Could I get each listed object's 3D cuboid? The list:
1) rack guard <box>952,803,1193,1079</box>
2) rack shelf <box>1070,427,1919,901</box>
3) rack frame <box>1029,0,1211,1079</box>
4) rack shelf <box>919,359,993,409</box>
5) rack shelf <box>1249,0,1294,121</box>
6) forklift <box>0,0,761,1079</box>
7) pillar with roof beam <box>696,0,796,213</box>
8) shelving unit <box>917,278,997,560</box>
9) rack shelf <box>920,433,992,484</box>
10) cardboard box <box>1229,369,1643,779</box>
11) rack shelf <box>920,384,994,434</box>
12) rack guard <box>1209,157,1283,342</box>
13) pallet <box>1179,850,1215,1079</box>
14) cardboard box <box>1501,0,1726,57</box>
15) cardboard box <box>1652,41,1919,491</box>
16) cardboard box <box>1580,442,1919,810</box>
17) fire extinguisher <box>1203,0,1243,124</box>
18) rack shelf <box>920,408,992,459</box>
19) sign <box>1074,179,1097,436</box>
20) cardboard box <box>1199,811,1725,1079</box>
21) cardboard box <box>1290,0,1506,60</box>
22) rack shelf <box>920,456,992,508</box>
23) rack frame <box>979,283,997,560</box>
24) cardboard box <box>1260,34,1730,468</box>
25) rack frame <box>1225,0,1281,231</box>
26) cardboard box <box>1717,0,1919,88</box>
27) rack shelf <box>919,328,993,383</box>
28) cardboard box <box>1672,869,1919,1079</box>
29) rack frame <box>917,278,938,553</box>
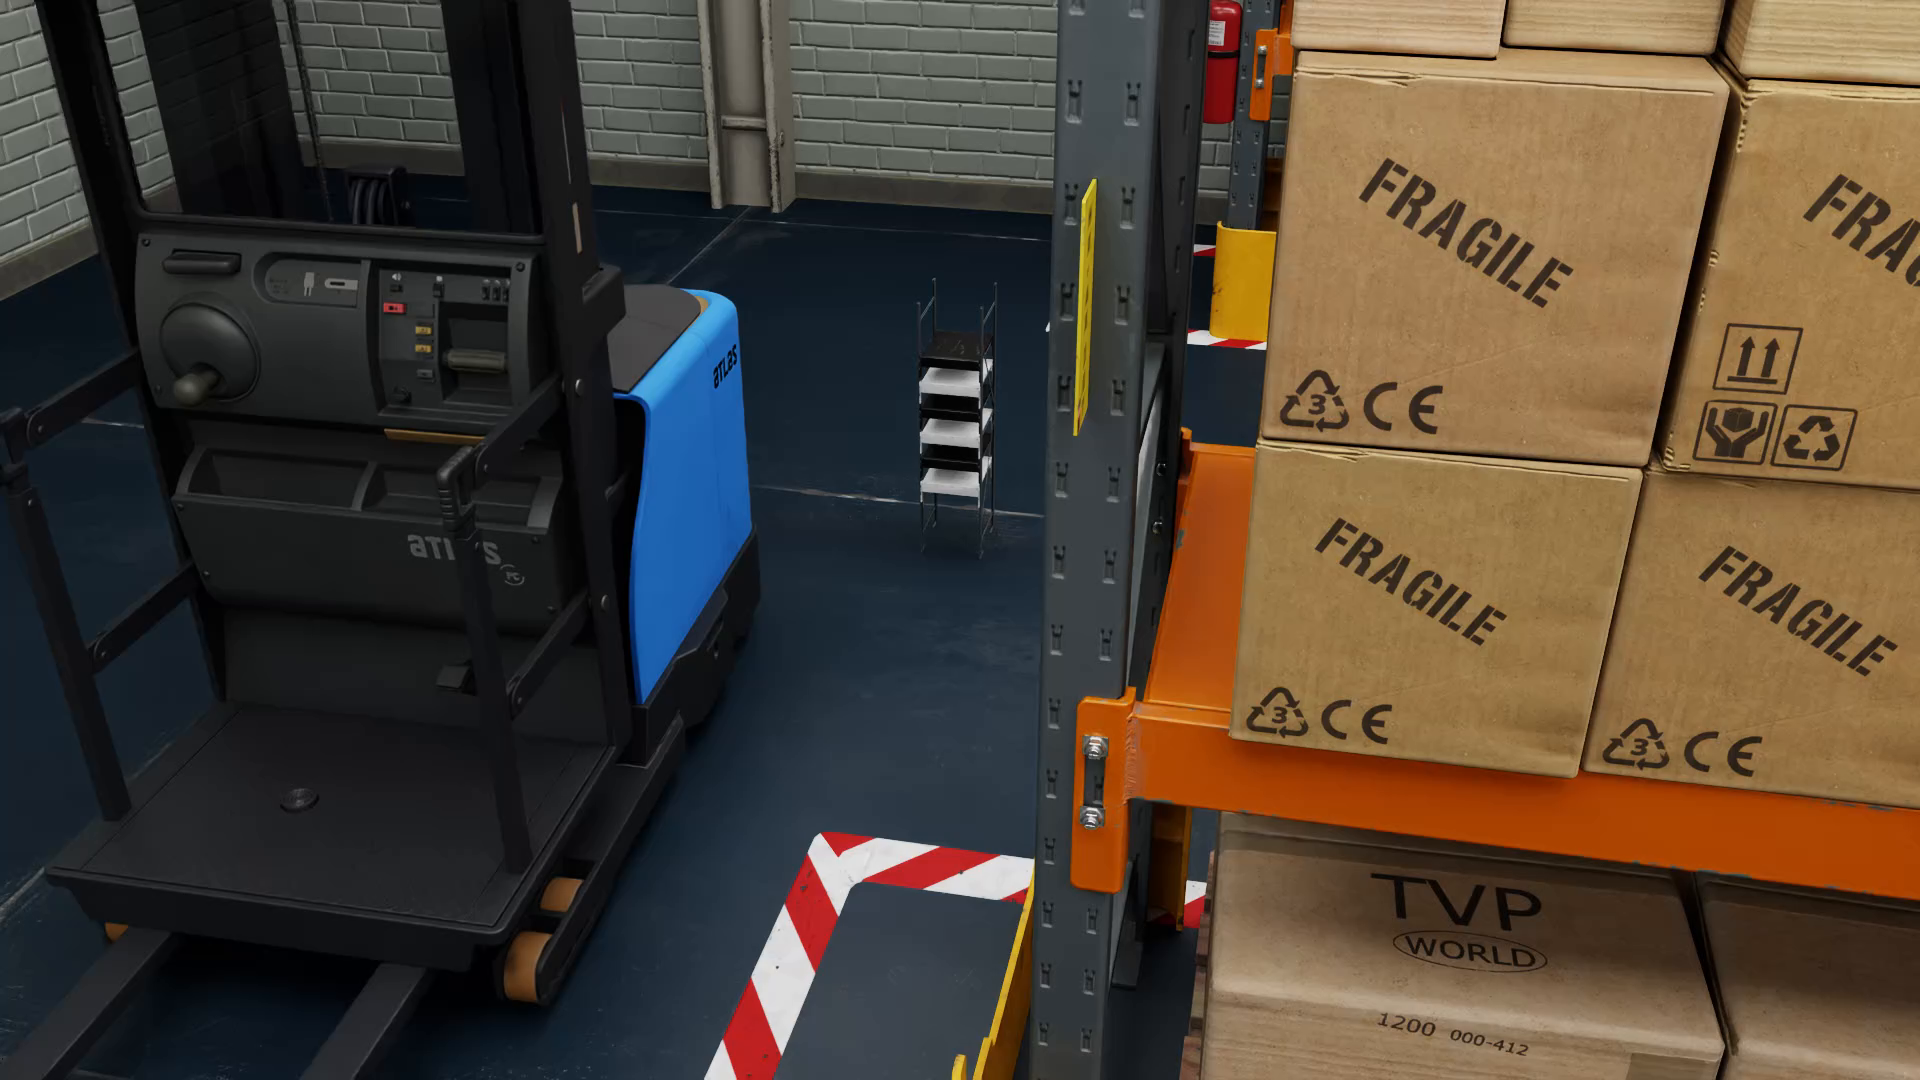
[{"bbox_3d":[0.263,0.945,3.504,0.348,0.500,1.175,6,29,11],"label":"rack guard"},{"bbox_3d":[2.243,0.367,2.706,4.000,0.370,1.077,6,29,11],"label":"rack shelf"},{"bbox_3d":[0.287,-0.149,2.899,0.127,3.000,1.000,6,29,11],"label":"rack frame"},{"bbox_3d":[-0.008,-0.524,5.465,0.200,0.077,0.258,6,29,11],"label":"rack shelf"},{"bbox_3d":[3.276,-1.965,6.964,4.000,0.370,1.077,6,29,11],"label":"rack shelf"},{"bbox_3d":[-1.411,-0.416,3.458,1.130,2.935,3.031,5,29,9],"label":"forklift"},{"bbox_3d":[-2.028,-3.784,3.292,0.400,9.000,9.100,6,29,11],"label":"pillar with roof beam"},{"bbox_3d":[-0.008,-0.396,5.535,0.210,0.900,0.258,6,29,11],"label":"shelving unit"},{"bbox_3d":[-0.008,-0.287,5.595,0.200,0.077,0.258,6,29,11],"label":"rack shelf"},{"bbox_3d":[0.696,-0.010,2.541,0.500,0.500,0.500,6,29,10],"label":"cardboard box"},{"bbox_3d":[-0.008,-0.445,5.508,0.200,0.077,0.258,6,29,11],"label":"rack shelf"},{"bbox_3d":[1.394,-1.377,7.744,0.348,0.500,1.175,6,29,11],"label":"rack guard"},{"bbox_3d":[1.085,1.117,3.490,1.213,0.211,1.003,6,29,11],"label":"pallet"},{"bbox_3d":[0.847,-0.758,2.190,0.250,0.149,0.380,7,29,12],"label":"cardboard box"},{"bbox_3d":[1.204,-0.401,2.214,0.500,0.500,0.500,5,29,9],"label":"cardboard box"},{"bbox_3d":[1.197,0.027,2.472,0.500,0.500,0.500,5,29,10],"label":"cardboard box"},{"bbox_3d":[1.079,-2.081,6.897,0.183,0.674,0.296,6,29,11],"label":"fire extinguisher"},{"bbox_3d":[-0.008,-0.366,5.551,0.200,0.077,0.258,6,29,11],"label":"rack shelf"},{"bbox_3d":[0.165,-0.304,2.198,0.005,0.325,0.100,6,29,11],"label":"sign"},{"bbox_3d":[0.953,0.809,3.379,0.875,0.438,0.875,5,29,9],"label":"cardboard box"},{"bbox_3d":[0.576,-0.751,2.177,0.250,0.149,0.380,6,29,12],"label":"cardboard box"},{"bbox_3d":[-0.008,-0.208,5.638,0.200,0.077,0.258,6,29,11],"label":"rack shelf"},{"bbox_3d":[0.091,-0.385,5.517,0.006,0.900,0.240,6,29,11],"label":"rack frame"},{"bbox_3d":[0.697,-0.450,2.303,0.500,0.500,0.500,5,29,9],"label":"cardboard box"},{"bbox_3d":[1.320,-2.481,7.158,0.127,3.000,1.000,6,29,11],"label":"rack frame"},{"bbox_3d":[1.078,-0.678,2.044,0.250,0.149,0.380,7,29,12],"label":"cardboard box"},{"bbox_3d":[-0.008,-0.603,5.422,0.200,0.077,0.258,6,29,11],"label":"rack shelf"},{"bbox_3d":[1.850,0.897,3.218,0.875,0.438,0.875,7,29,12],"label":"cardboard box"},{"bbox_3d":[-0.107,-0.406,5.554,0.006,0.900,0.240,6,29,11],"label":"rack frame"}]
